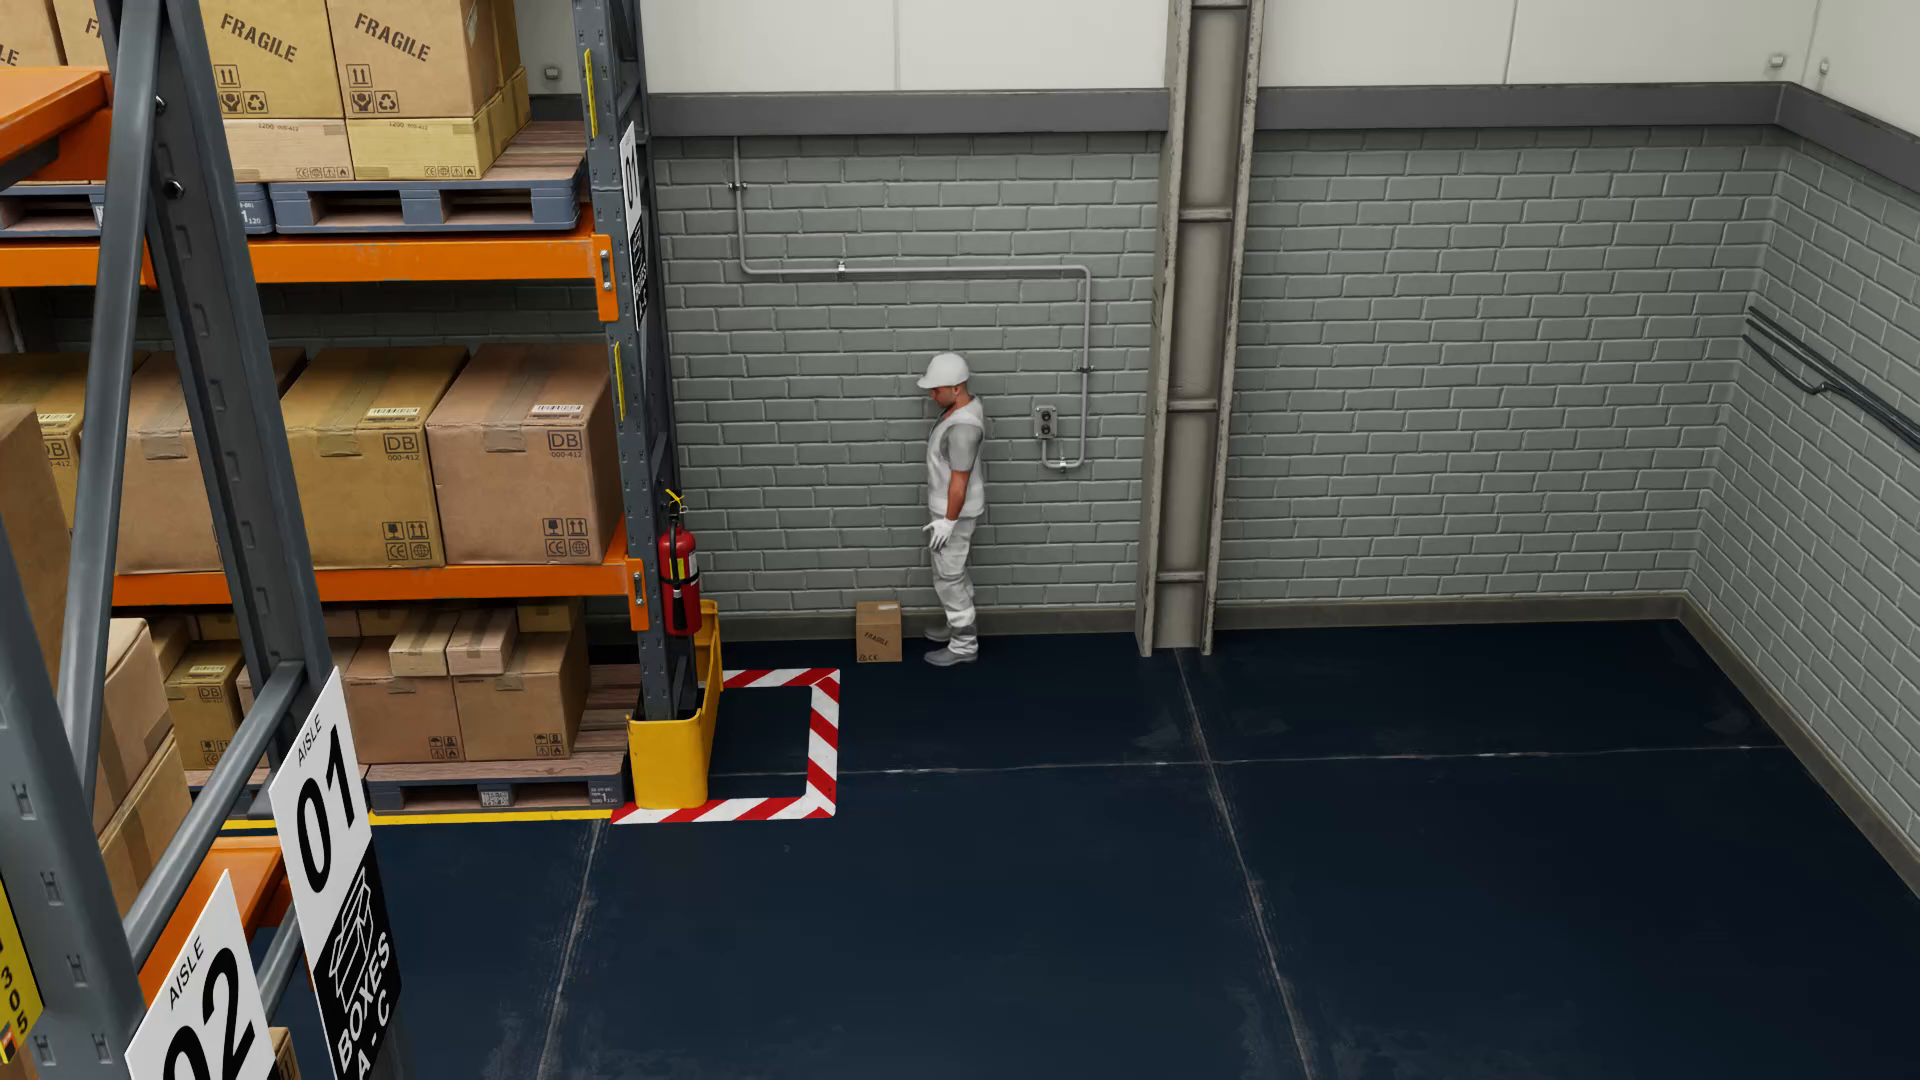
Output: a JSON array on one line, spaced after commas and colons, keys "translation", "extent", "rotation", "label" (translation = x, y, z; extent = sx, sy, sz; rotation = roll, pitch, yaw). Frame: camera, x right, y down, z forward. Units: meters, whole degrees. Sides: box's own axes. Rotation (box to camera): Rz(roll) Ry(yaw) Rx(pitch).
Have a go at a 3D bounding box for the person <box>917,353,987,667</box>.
[{"translation": [-0.033, -0.163, 8.926], "extent": [0.352, 1.779, 0.529], "rotation": [0, 27, -1], "label": "person"}]
